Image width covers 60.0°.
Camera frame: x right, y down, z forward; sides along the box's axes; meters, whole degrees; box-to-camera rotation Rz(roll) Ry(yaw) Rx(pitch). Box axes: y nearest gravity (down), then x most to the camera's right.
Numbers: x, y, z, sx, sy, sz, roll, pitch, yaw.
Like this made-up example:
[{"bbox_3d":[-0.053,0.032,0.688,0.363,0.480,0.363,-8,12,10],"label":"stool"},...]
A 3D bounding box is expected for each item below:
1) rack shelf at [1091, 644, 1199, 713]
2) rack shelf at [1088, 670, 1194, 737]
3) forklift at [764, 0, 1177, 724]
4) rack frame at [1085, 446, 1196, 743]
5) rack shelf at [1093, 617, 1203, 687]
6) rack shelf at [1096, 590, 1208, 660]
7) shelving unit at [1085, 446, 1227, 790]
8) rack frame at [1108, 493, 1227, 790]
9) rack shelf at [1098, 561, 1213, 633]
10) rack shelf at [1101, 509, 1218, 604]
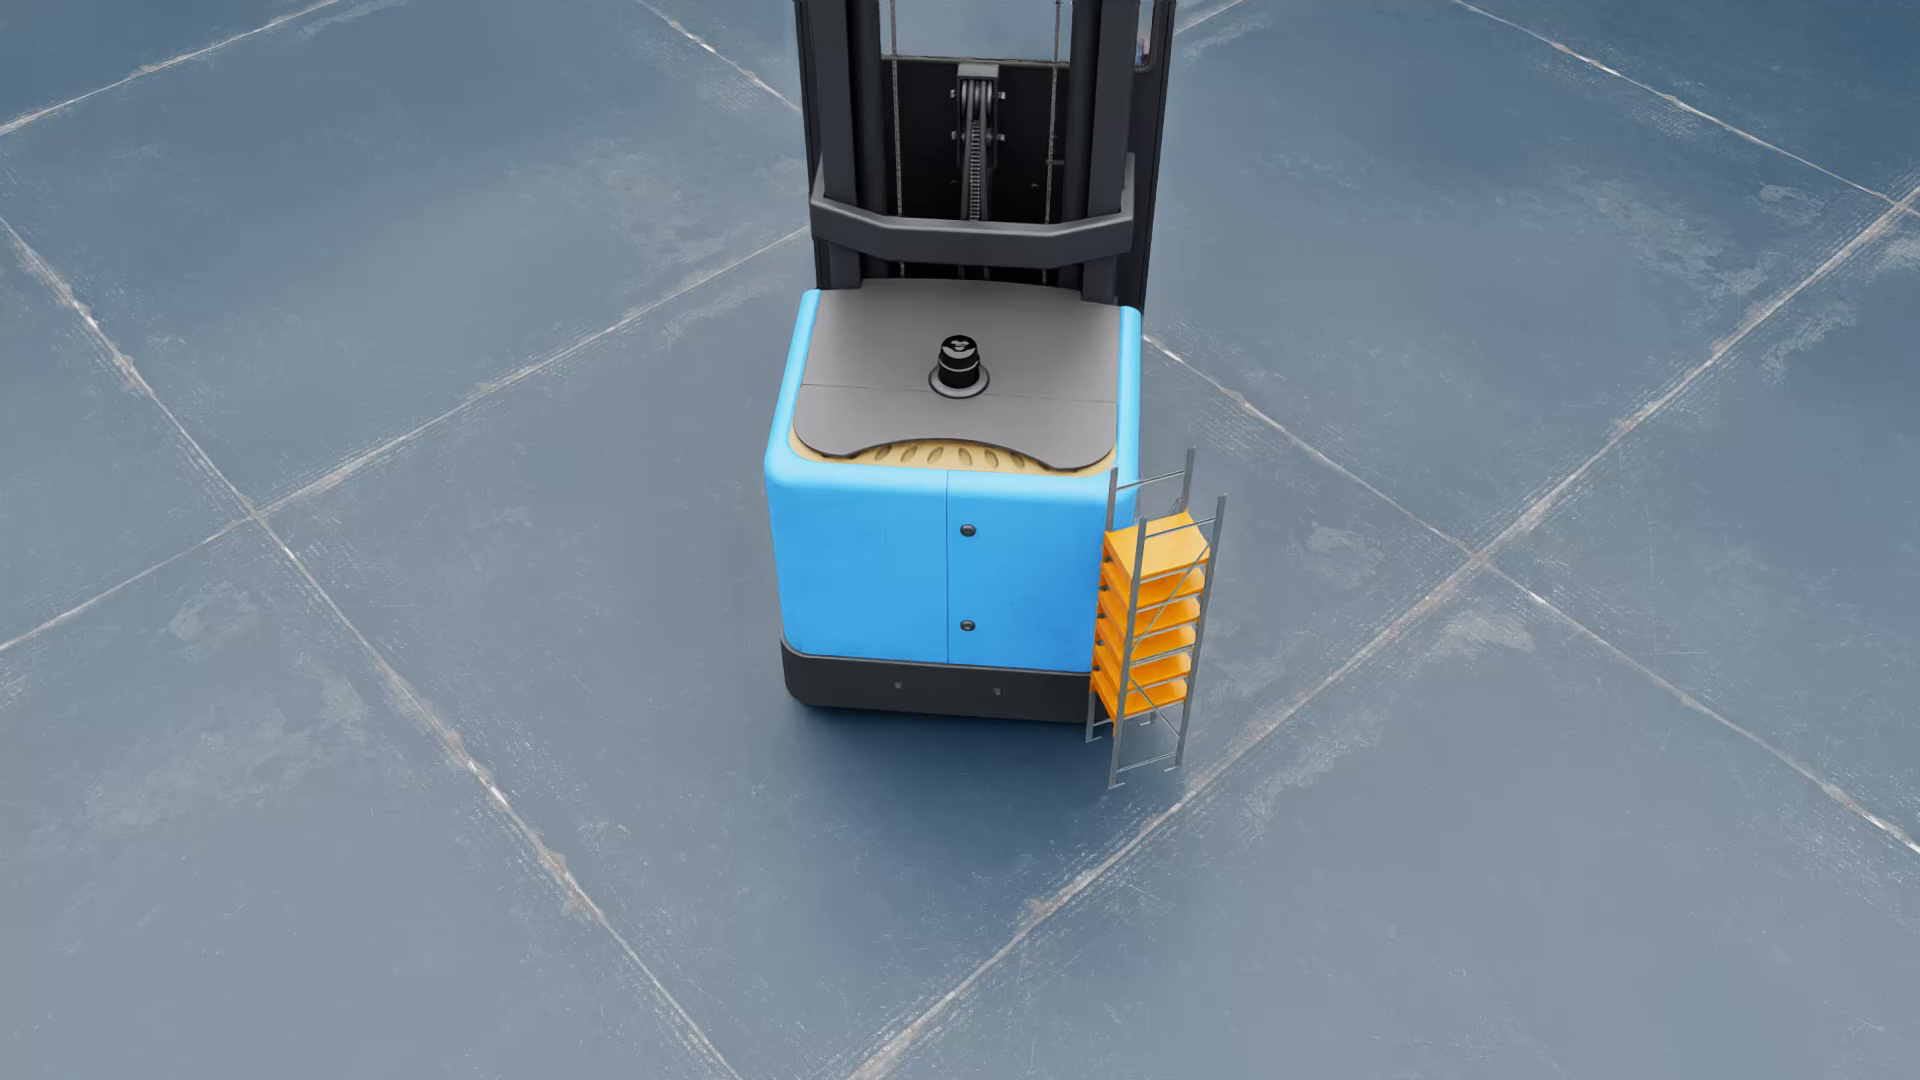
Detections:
[{"bbox_3d":[0.533,0.368,4.818,0.258,0.103,0.180,-15,49,-13],"label":"rack shelf"},{"bbox_3d":[0.533,0.450,4.906,0.258,0.103,0.180,-15,49,-13],"label":"rack shelf"},{"bbox_3d":[0.091,-1.513,5.152,1.130,2.935,3.031,4,47,3],"label":"forklift"},{"bbox_3d":[0.502,0.194,4.755,0.240,1.200,0.006,-15,49,-13],"label":"rack frame"},{"bbox_3d":[0.533,0.287,4.729,0.258,0.103,0.180,-15,49,-13],"label":"rack shelf"},{"bbox_3d":[0.533,0.206,4.641,0.258,0.103,0.180,-15,49,-13],"label":"rack shelf"},{"bbox_3d":[0.533,0.257,4.697,0.258,1.200,0.189,-15,49,-13],"label":"shelving unit"},{"bbox_3d":[0.564,0.320,4.638,0.240,1.200,0.006,-15,49,-13],"label":"rack frame"},{"bbox_3d":[0.533,0.124,4.553,0.258,0.103,0.180,-15,49,-13],"label":"rack shelf"},{"bbox_3d":[0.533,0.043,4.465,0.258,0.103,0.180,-15,49,-13],"label":"rack shelf"}]
